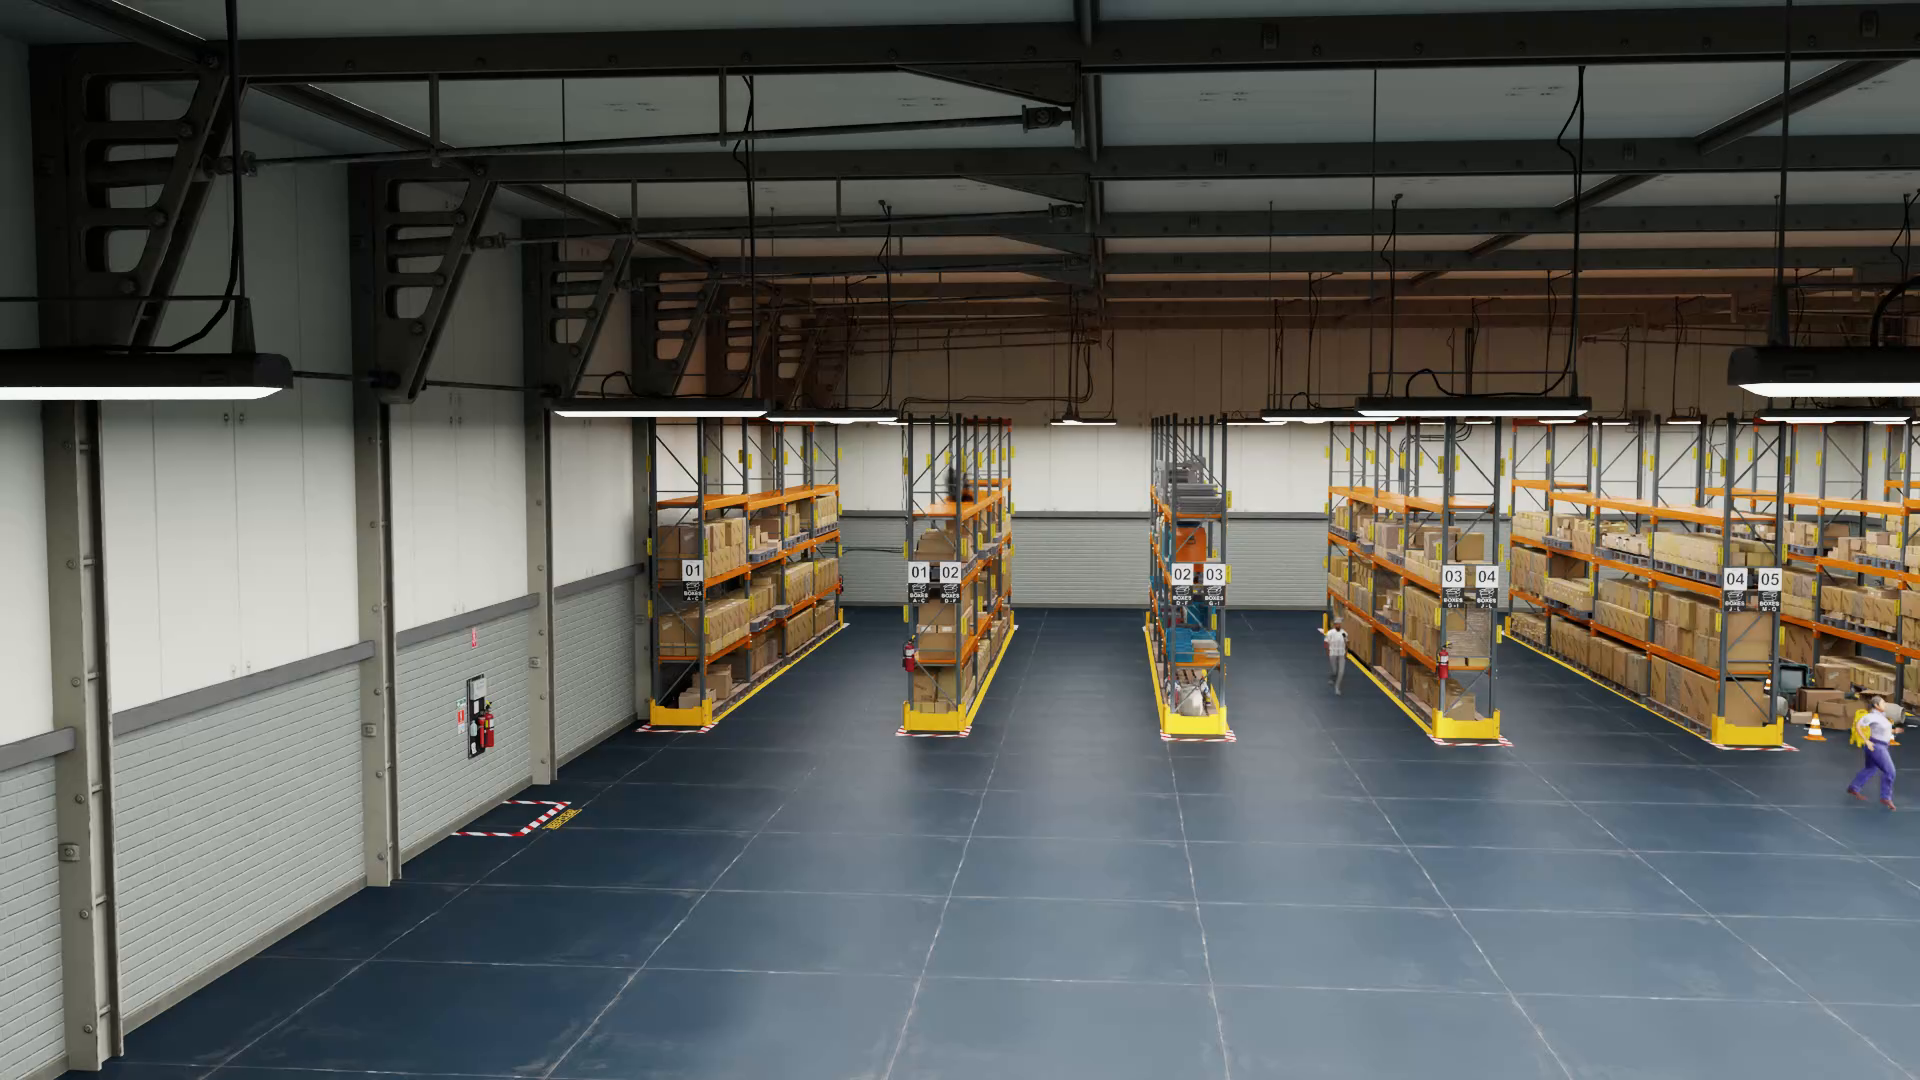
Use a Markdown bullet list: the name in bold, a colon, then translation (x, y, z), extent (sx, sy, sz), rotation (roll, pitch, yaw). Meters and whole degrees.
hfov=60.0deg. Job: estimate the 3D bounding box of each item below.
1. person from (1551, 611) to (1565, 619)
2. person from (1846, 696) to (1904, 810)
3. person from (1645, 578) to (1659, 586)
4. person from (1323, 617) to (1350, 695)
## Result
- **person**: translation (16.810, 1.805, 46.848), extent (0.560, 1.526, 0.509), rotation (-2, 5, -33)
- **person**: translation (13.853, 3.209, 25.181), extent (0.764, 1.711, 0.579), rotation (3, 5, 35)
- **person**: translation (19.609, 1.693, 47.167), extent (0.622, 1.733, 0.736), rotation (1, 4, 8)
- **person**: translation (8.157, 2.485, 35.966), extent (0.581, 1.663, 0.592), rotation (0, 4, 0)
